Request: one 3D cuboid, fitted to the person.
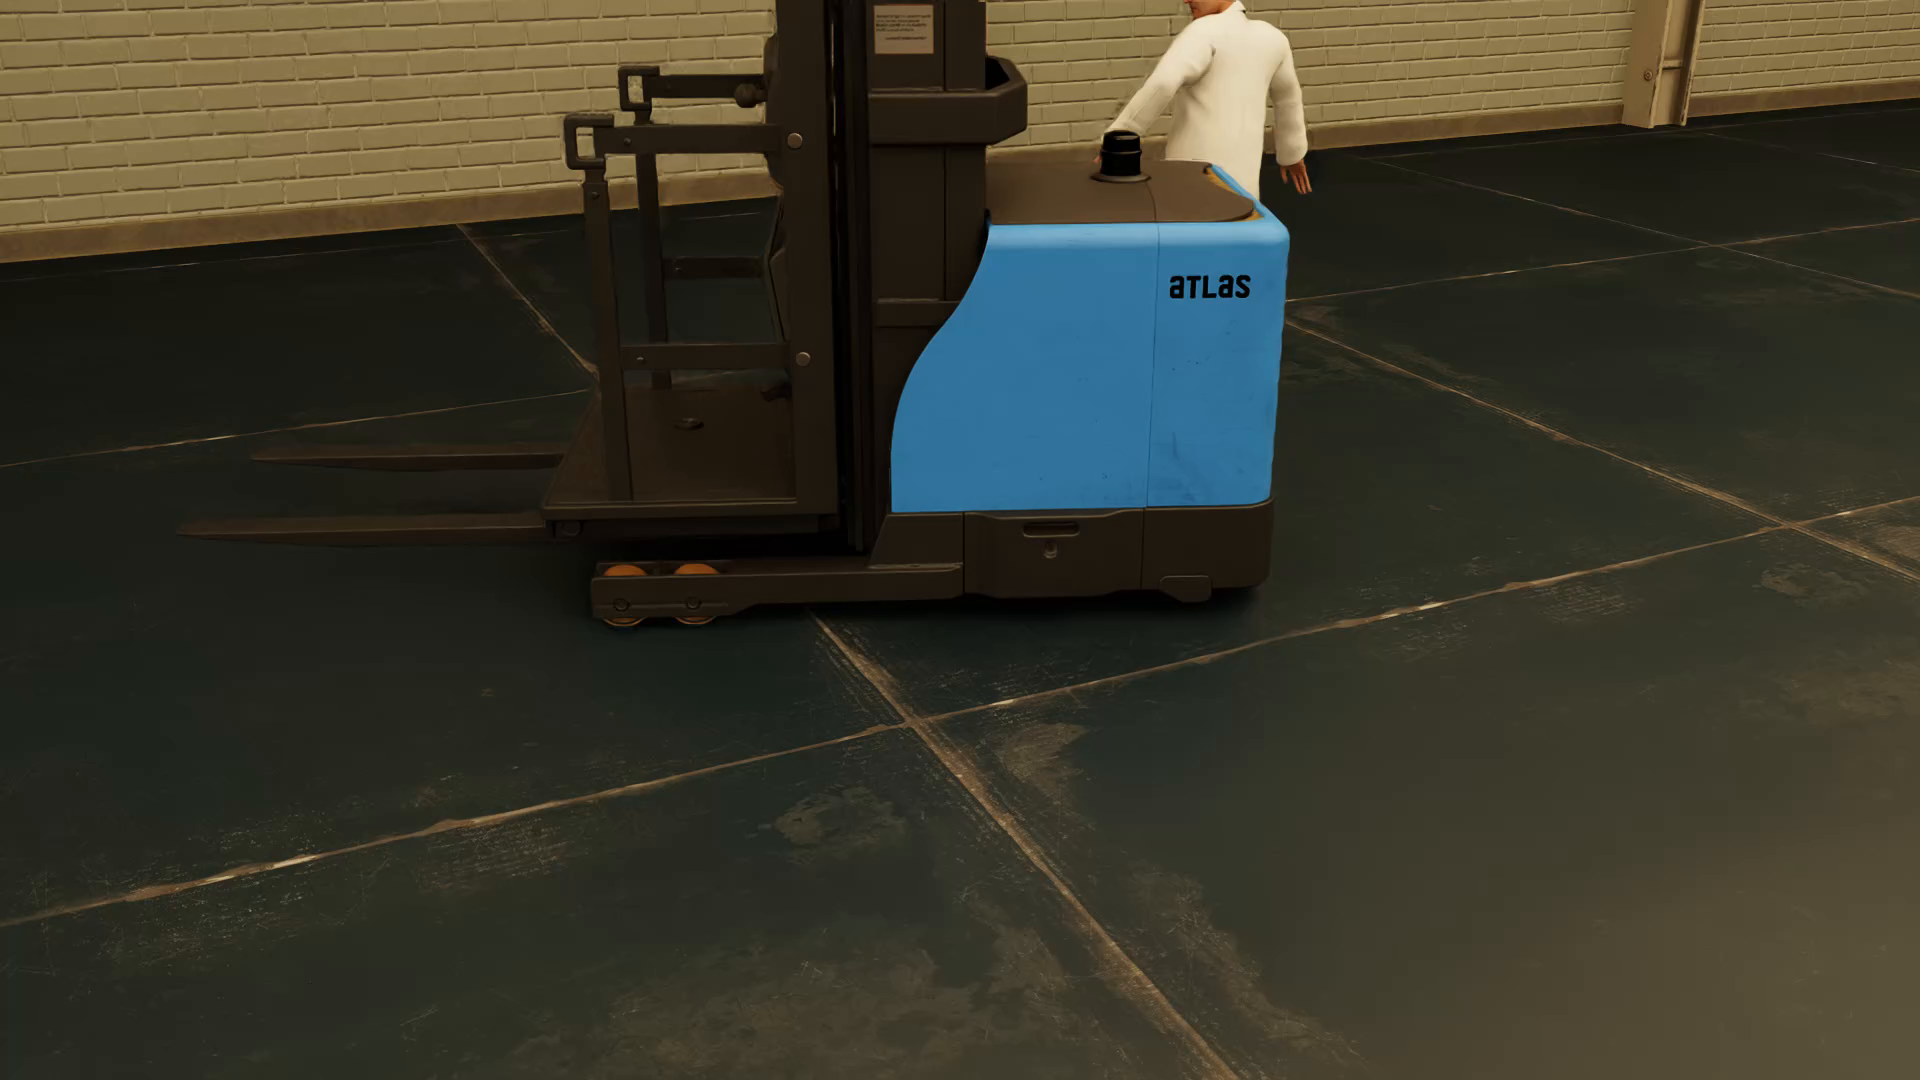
[{"bbox_3d":[0.972,-1.424,6.471,1.120,1.658,0.542,-12,25,-27],"label":"person"}]

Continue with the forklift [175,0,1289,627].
[{"bbox_3d":[-0.666,-1.325,4.476,3.031,2.935,1.130,-1,23,-3],"label":"forklift"}]
